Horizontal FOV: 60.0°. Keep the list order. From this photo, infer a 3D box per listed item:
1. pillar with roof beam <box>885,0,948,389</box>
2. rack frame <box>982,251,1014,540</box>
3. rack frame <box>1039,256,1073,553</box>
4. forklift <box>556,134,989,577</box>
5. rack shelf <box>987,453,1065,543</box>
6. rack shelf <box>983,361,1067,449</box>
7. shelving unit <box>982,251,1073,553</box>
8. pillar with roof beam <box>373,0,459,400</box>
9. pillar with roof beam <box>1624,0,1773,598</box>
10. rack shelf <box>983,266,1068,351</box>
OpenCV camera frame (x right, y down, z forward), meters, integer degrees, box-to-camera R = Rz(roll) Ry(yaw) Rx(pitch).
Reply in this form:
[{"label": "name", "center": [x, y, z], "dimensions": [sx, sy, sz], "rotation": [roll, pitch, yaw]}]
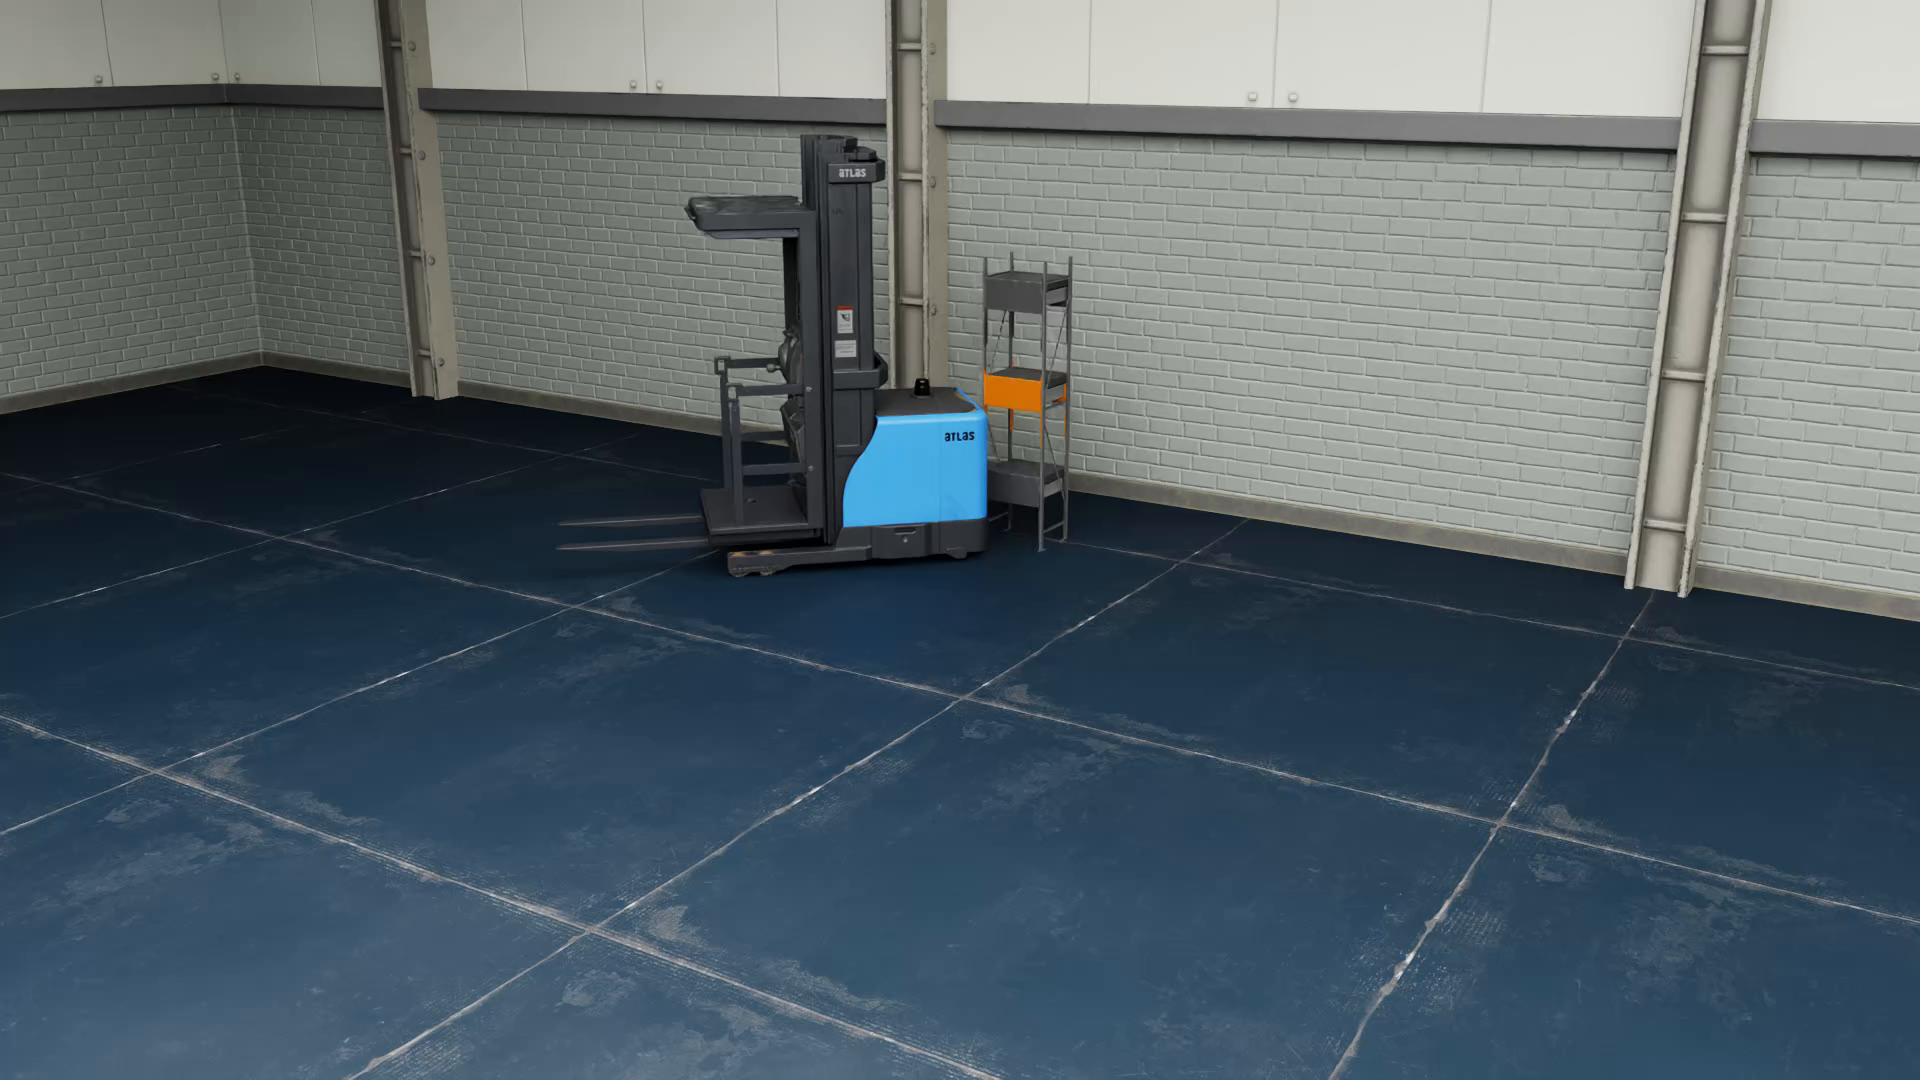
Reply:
[{"label": "pillar with roof beam", "center": [-2.602, -3.835, 9.522], "dimensions": [0.400, 9.000, 9.100], "rotation": [10, 20, 30]}, {"label": "rack frame", "center": [0.276, -1.037, 12.183], "dimensions": [0.015, 2.100, 0.400], "rotation": [10, 20, 31]}, {"label": "rack frame", "center": [0.687, -0.961, 11.932], "dimensions": [0.015, 2.100, 0.400], "rotation": [10, 20, 31]}, {"label": "forklift", "center": [-1.363, -1.313, 11.661], "dimensions": [3.031, 2.935, 1.130], "rotation": [-4, 17, -12]}, {"label": "rack shelf", "center": [0.481, -0.316, 12.265], "dimensions": [0.480, 0.518, 0.431], "rotation": [10, 20, 31]}, {"label": "rack shelf", "center": [0.481, -0.986, 12.062], "dimensions": [0.480, 0.518, 0.431], "rotation": [10, 20, 31]}, {"label": "shelving unit", "center": [0.481, -0.999, 12.058], "dimensions": [0.503, 2.100, 0.431], "rotation": [10, 20, 31]}, {"label": "pillar with roof beam", "center": [-7.715, -4.747, 12.527], "dimensions": [0.400, 9.000, 9.100], "rotation": [10, 20, 30]}, {"label": "pillar with roof beam", "center": [2.510, -2.922, 6.518], "dimensions": [0.400, 9.000, 9.100], "rotation": [10, 20, 30]}, {"label": "rack shelf", "center": [0.481, -1.656, 11.858], "dimensions": [0.480, 0.518, 0.431], "rotation": [10, 20, 31]}]
